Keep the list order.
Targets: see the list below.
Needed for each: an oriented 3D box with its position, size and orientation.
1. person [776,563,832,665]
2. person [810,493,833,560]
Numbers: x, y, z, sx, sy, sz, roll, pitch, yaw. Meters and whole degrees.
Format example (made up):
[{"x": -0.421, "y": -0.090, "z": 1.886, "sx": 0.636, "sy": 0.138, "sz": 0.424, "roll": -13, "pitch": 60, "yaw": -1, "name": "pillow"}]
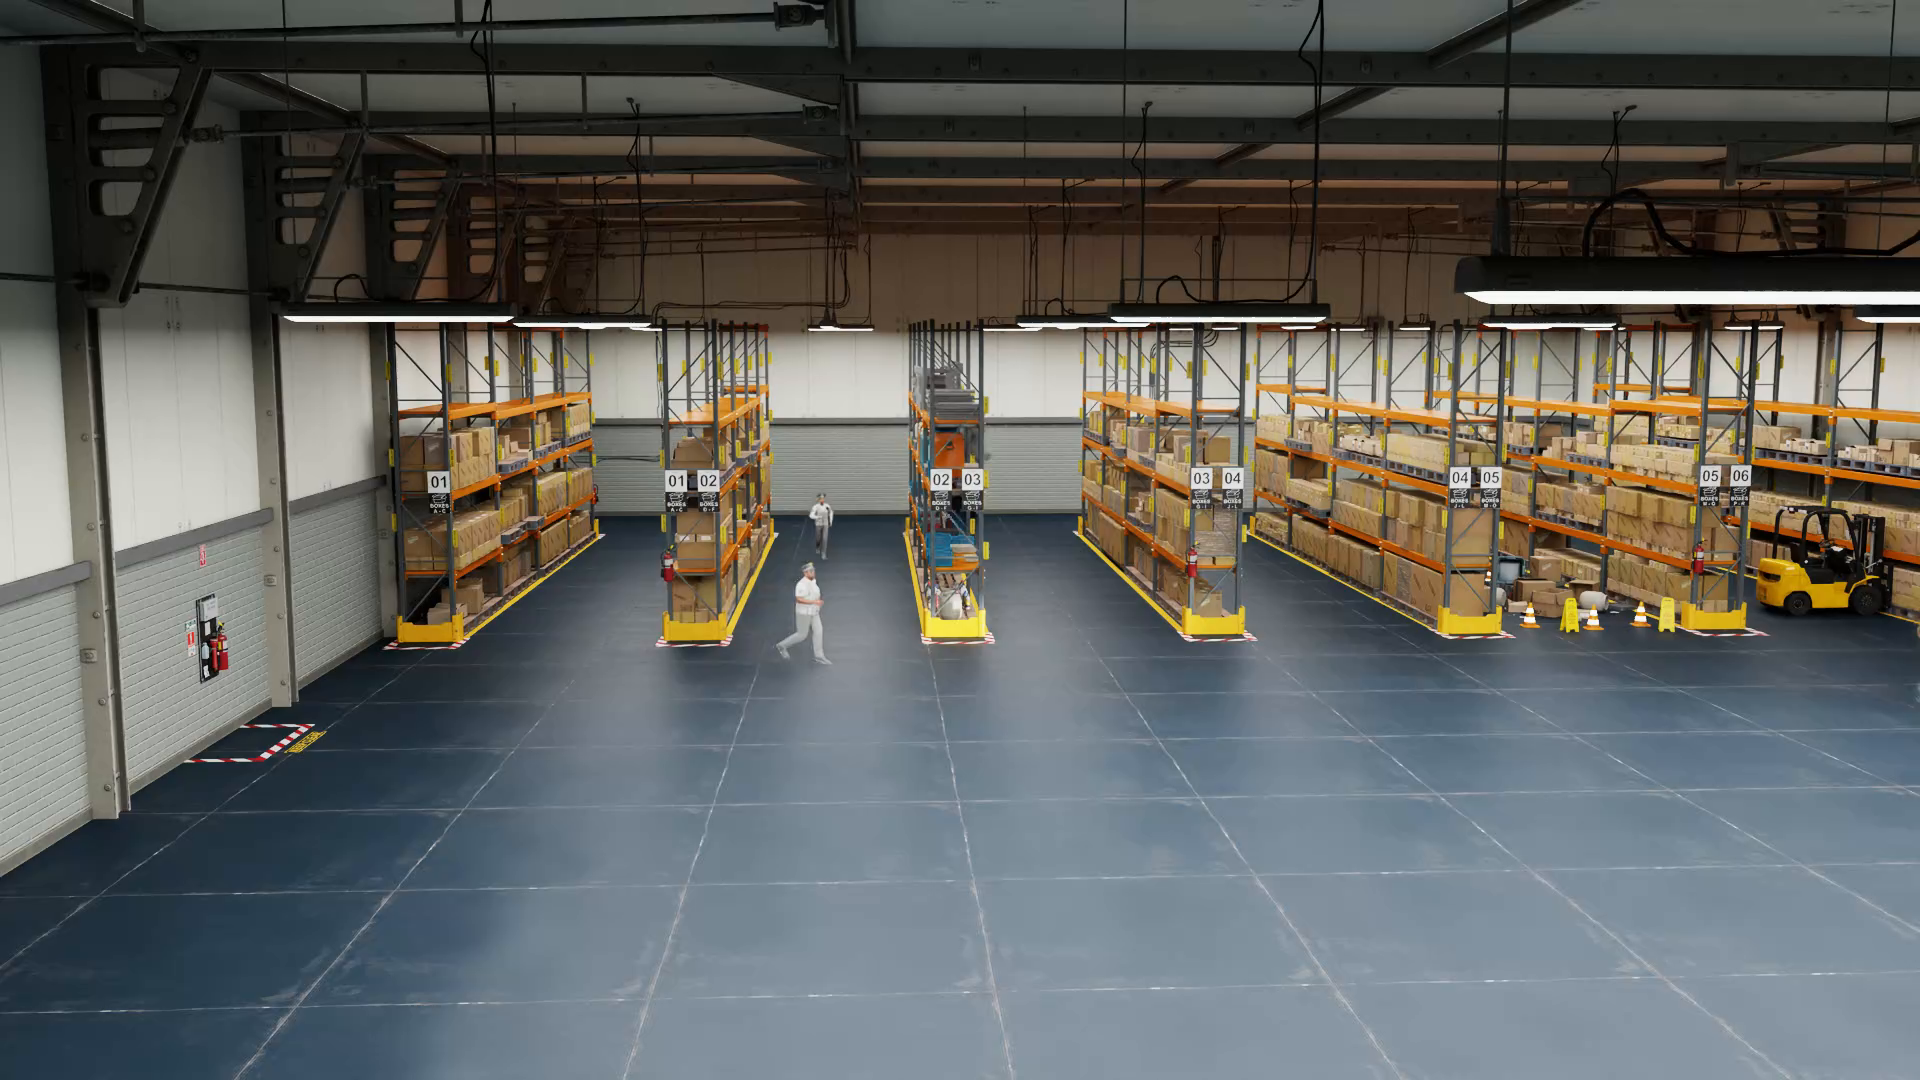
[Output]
[{"x": -2.695, "y": 1.274, "z": 28.985, "sx": 0.969, "sy": 1.800, "sz": 0.672, "roll": 3, "pitch": 8, "yaw": 24, "name": "person"}, {"x": -3.536, "y": -0.371, "z": 42.534, "sx": 0.628, "sy": 1.675, "sz": 0.824, "roll": -2, "pitch": 7, "yaw": -14, "name": "person"}]
